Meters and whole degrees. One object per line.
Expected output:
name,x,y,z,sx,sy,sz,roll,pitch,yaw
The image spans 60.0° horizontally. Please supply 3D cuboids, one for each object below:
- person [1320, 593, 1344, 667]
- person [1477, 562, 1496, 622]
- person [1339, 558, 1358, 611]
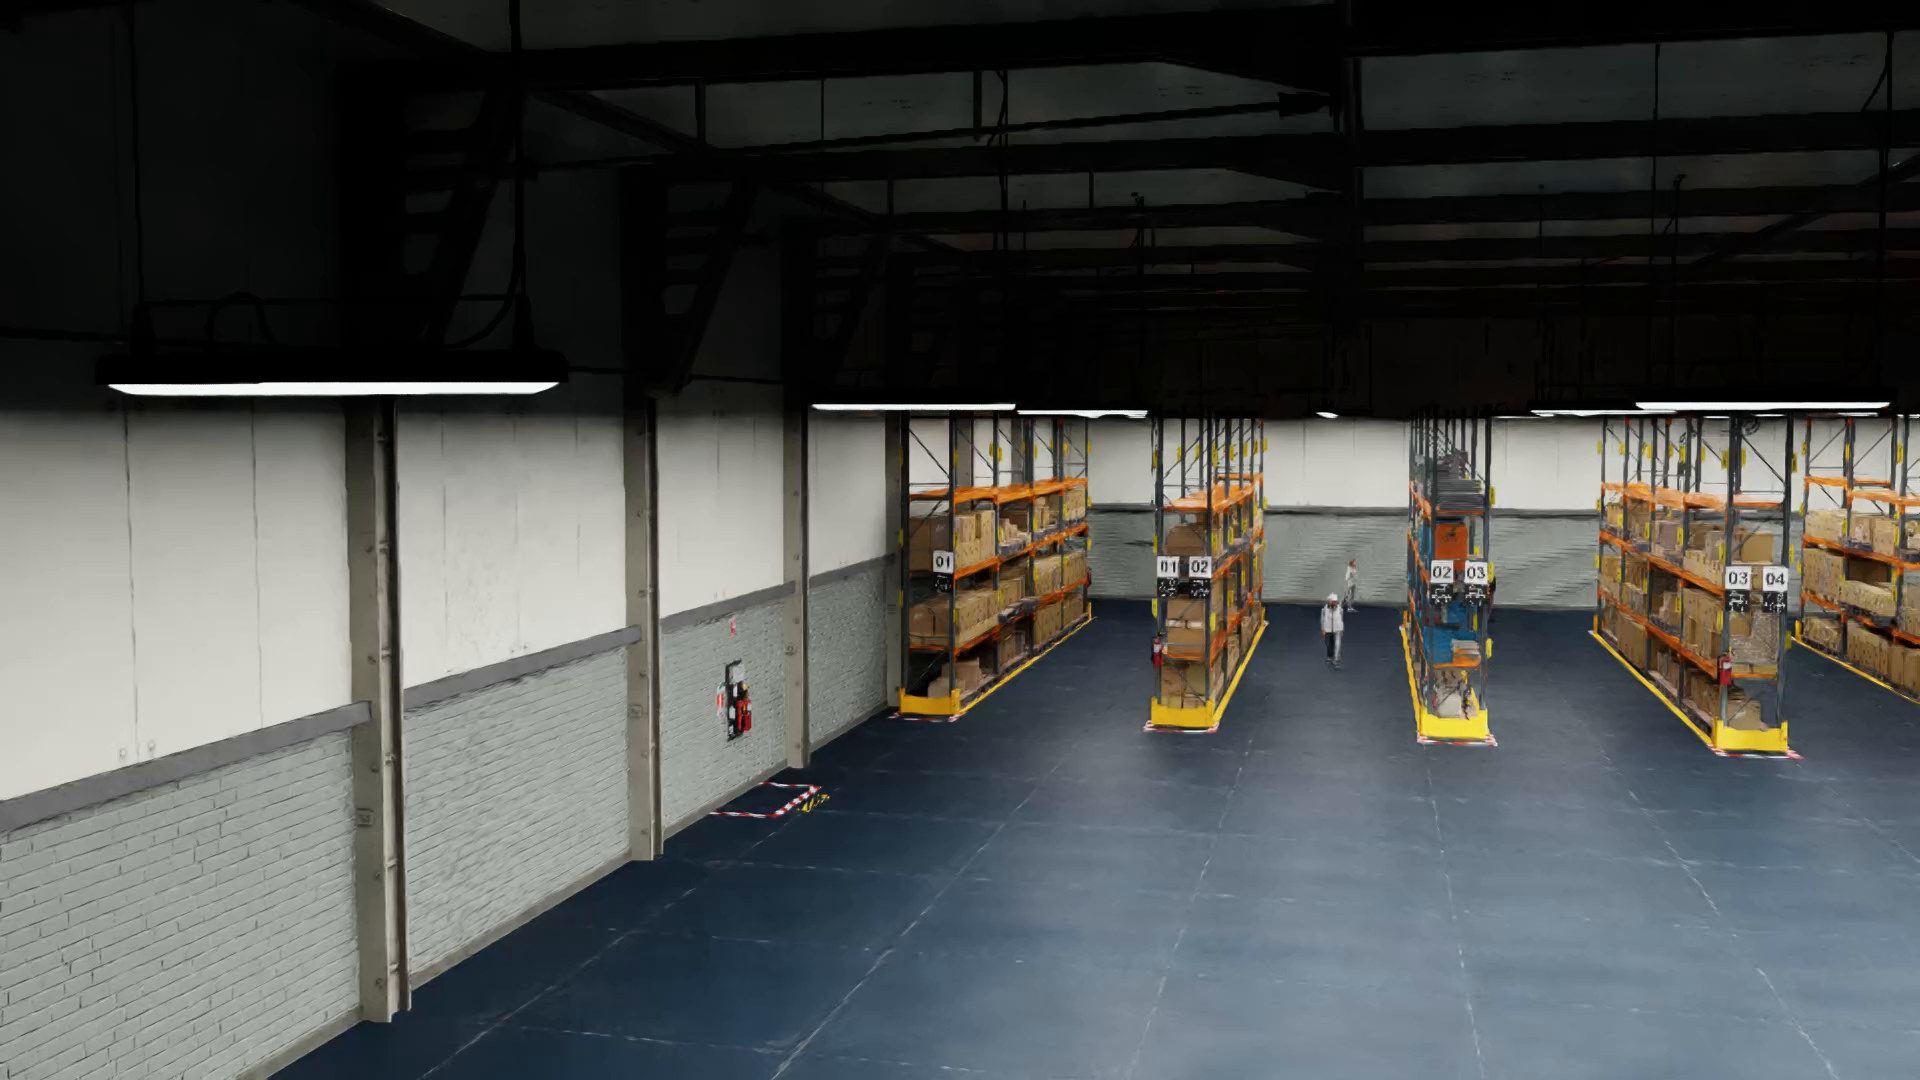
person,8.686,2.078,38.838,0.543,1.700,1.114,1,4,17
person,14.917,1.472,47.406,0.713,1.715,0.491,-3,5,-32
person,11.672,1.344,50.062,0.600,1.589,0.452,-2,5,-31
